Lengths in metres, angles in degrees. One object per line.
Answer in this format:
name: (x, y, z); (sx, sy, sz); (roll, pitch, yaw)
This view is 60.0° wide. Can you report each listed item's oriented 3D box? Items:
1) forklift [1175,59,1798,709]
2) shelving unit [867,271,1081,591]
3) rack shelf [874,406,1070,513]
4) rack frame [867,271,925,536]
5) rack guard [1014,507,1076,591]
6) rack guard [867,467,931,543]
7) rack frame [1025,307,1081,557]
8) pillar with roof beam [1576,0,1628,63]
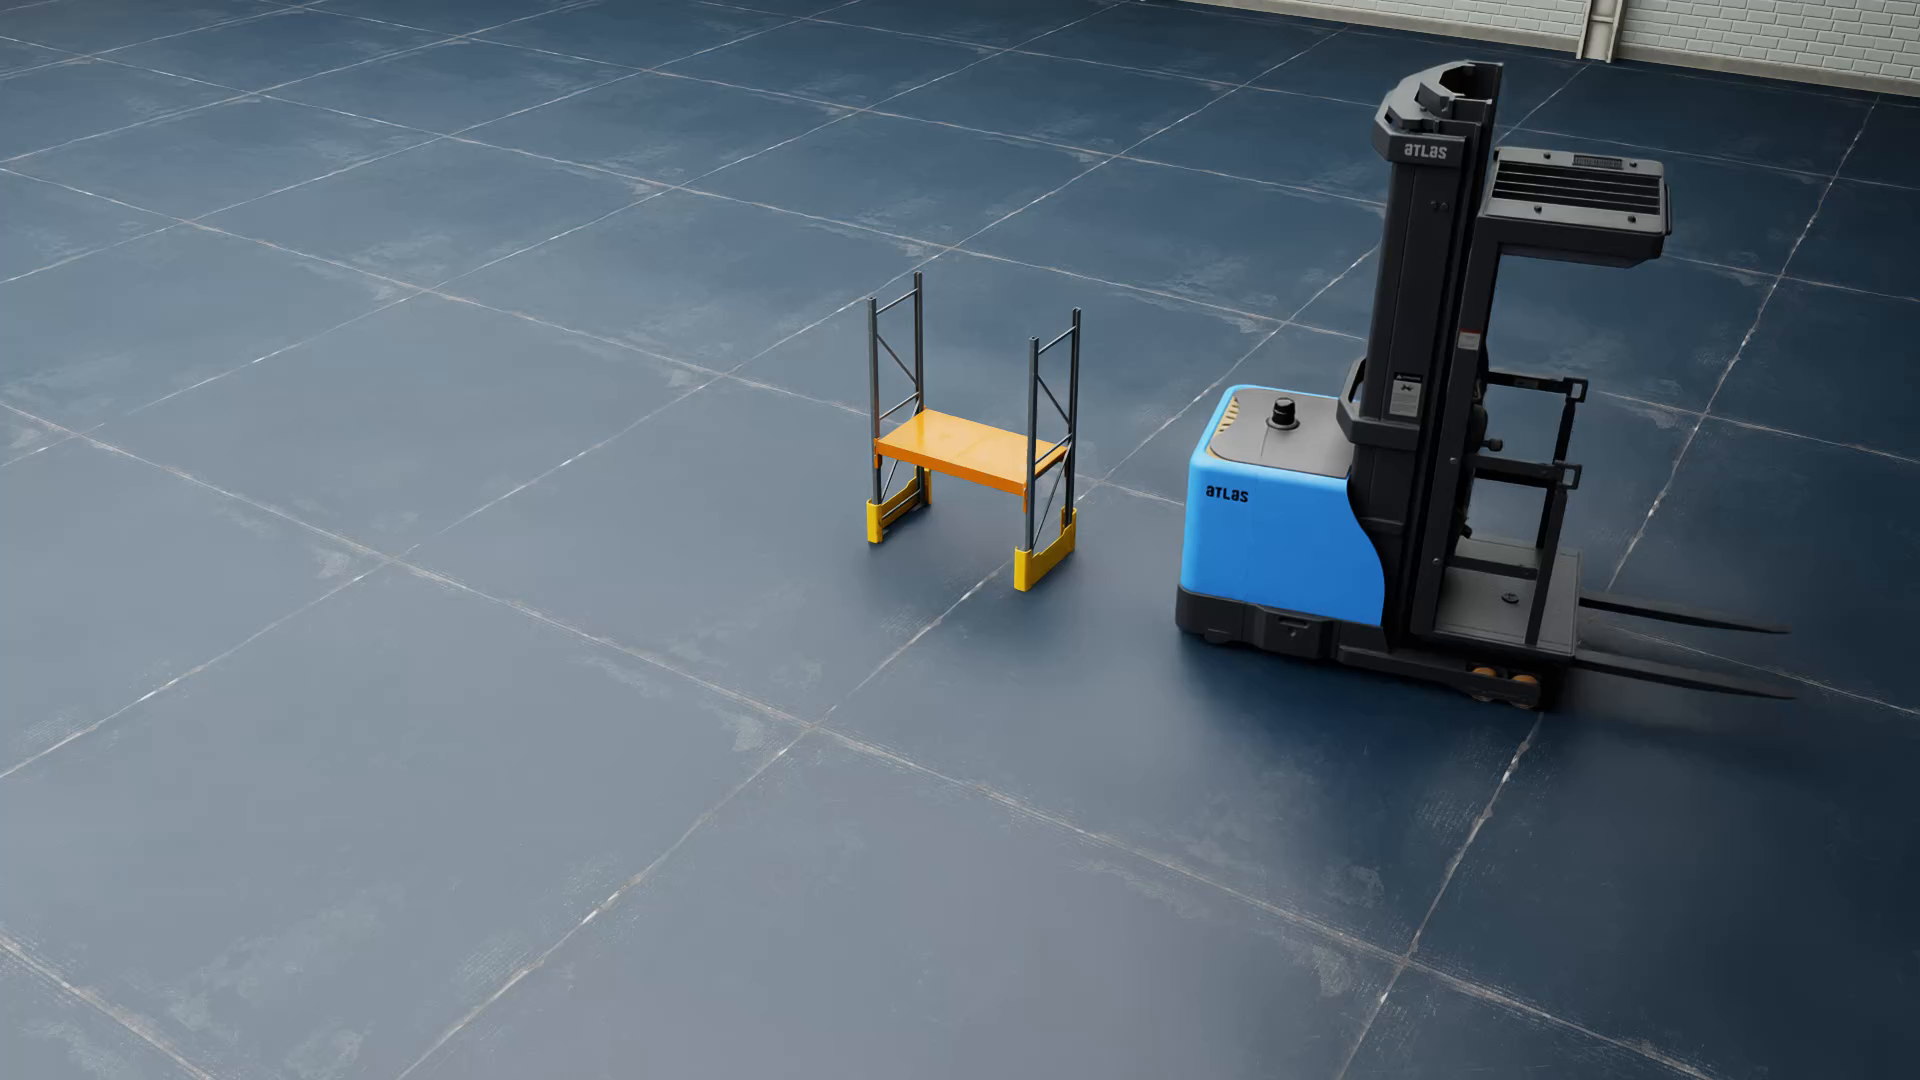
forklift: (2.719, -0.727, 8.087); (3.031, 2.935, 1.130); (10, 32, 17)
shelving unit: (0.065, -0.627, 9.337); (1.083, 1.500, 0.587); (18, 35, 27)
rack shelf: (0.072, -0.470, 9.424); (1.000, 0.185, 0.538); (18, 35, 27)
rack frame: (-0.358, -0.761, 9.566); (0.032, 1.500, 0.500); (18, 35, 27)
rack guard: (0.486, 0.046, 9.423); (0.087, 0.250, 0.587); (18, 35, 27)
rack guard: (-0.357, -0.221, 9.881); (0.087, 0.250, 0.587); (18, 35, 27)
rack frame: (0.503, -0.489, 9.099); (0.032, 1.500, 0.500); (18, 35, 27)
pillar with roof beam: (5.133, -7.673, 13.973); (0.400, 9.000, 9.100); (18, 35, 27)
